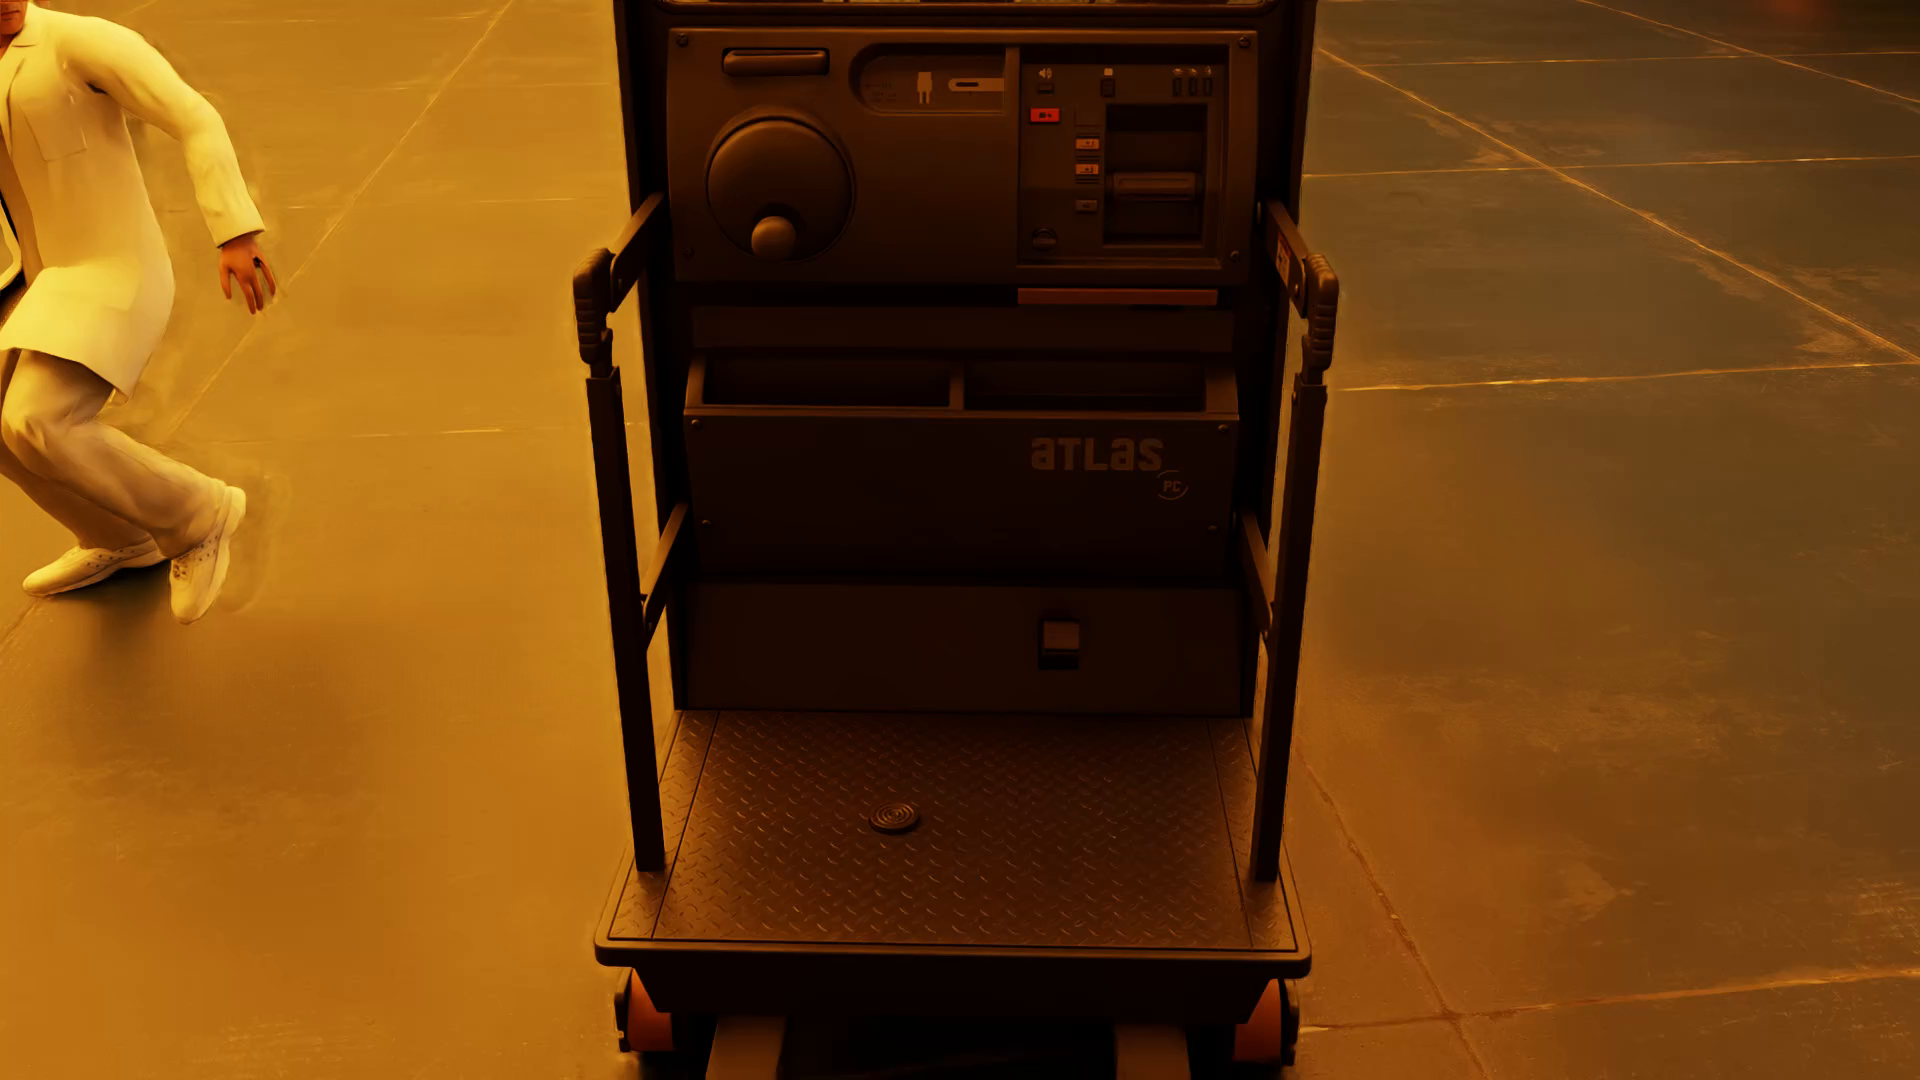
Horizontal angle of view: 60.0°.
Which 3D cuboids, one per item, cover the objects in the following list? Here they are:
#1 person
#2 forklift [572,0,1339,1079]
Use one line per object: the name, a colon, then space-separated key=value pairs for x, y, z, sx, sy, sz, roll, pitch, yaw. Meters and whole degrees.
person: x=-2.139 y=-0.606 z=3.962 sx=0.868 sy=1.677 sz=0.650 roll=17 pitch=30 yaw=31
forklift: x=-0.001 y=-0.584 z=2.442 sx=1.130 sy=2.935 sz=3.031 roll=1 pitch=26 yaw=1
